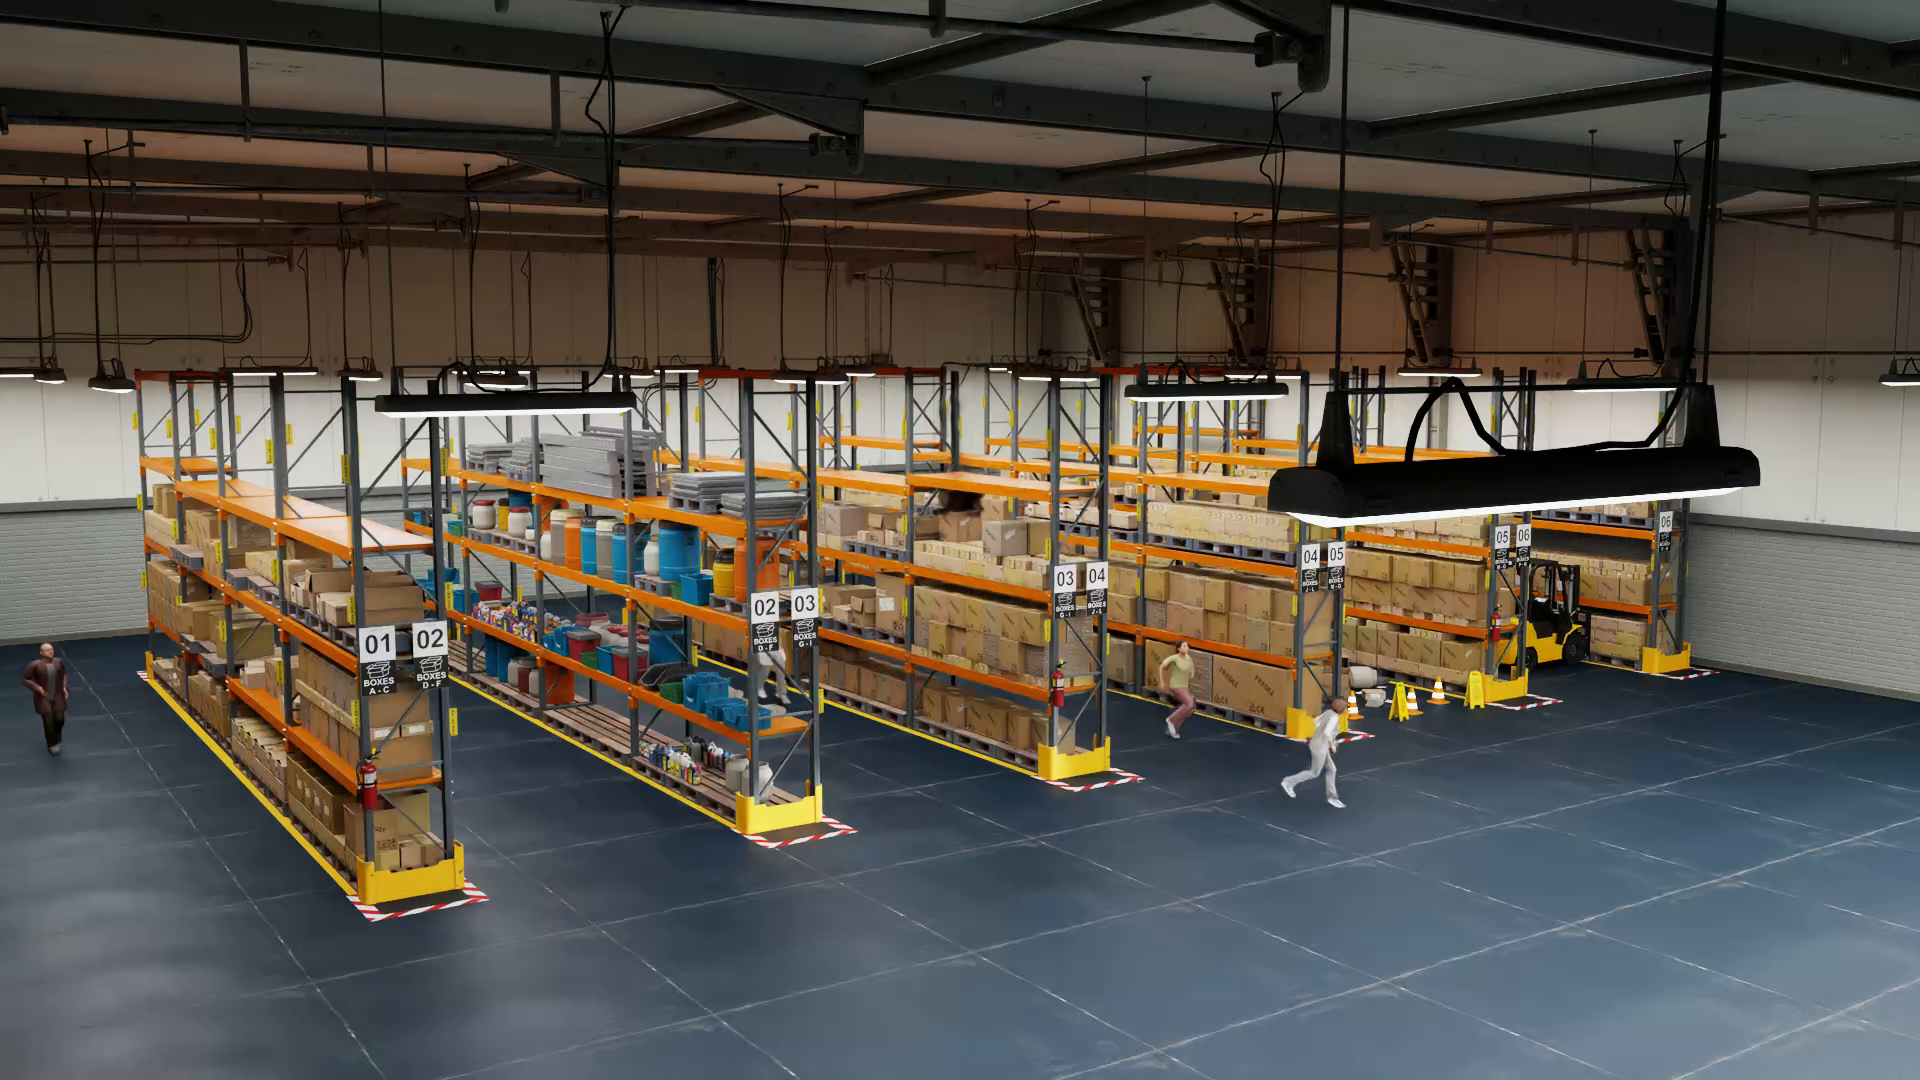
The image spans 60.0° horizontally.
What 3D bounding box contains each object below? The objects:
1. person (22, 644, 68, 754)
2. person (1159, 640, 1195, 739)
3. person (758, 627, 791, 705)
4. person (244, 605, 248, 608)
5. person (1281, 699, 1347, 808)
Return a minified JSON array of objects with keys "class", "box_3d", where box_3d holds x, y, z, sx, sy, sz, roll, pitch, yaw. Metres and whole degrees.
[{"class":"person","box_3d":[-14.438,2.503,26.331,0.678,1.747,0.699,6,9,44]},{"class":"person","box_3d":[3.638,2.446,27.393,0.579,1.627,0.666,5,8,37]},{"class":"person","box_3d":[-3.442,2.034,30.145,0.696,1.828,0.917,-6,9,-41]},{"class":"person","box_3d":[-14.752,1.676,33.995,0.962,1.657,0.626,2,7,20]},{"class":"person","box_3d":[4.943,2.976,23.224,0.900,1.549,0.560,0,6,-4]}]
